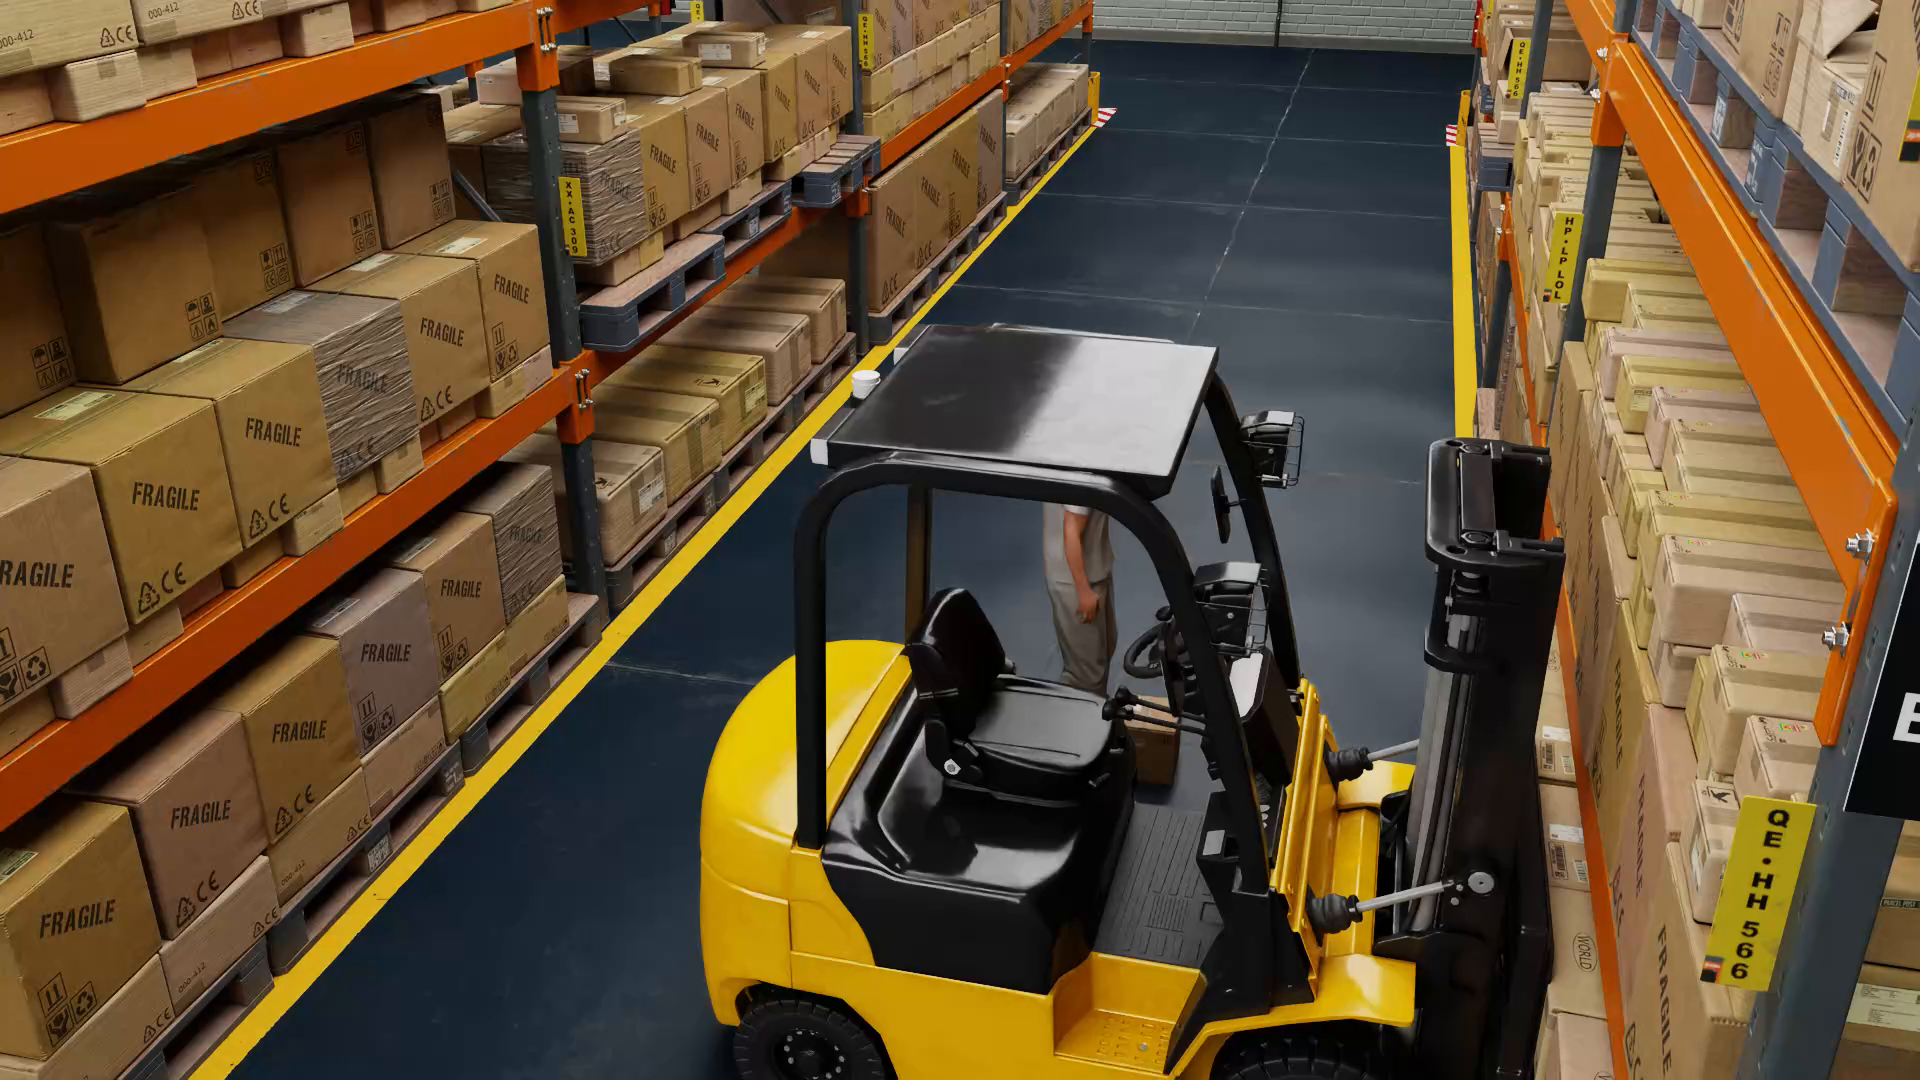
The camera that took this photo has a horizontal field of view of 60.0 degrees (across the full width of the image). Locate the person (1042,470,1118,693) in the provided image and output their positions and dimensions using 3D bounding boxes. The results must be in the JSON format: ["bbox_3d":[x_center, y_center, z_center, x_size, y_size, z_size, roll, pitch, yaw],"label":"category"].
[{"bbox_3d":[0.494,0.127,6.346,0.362,1.671,0.498,5,26,11],"label":"person"}]
